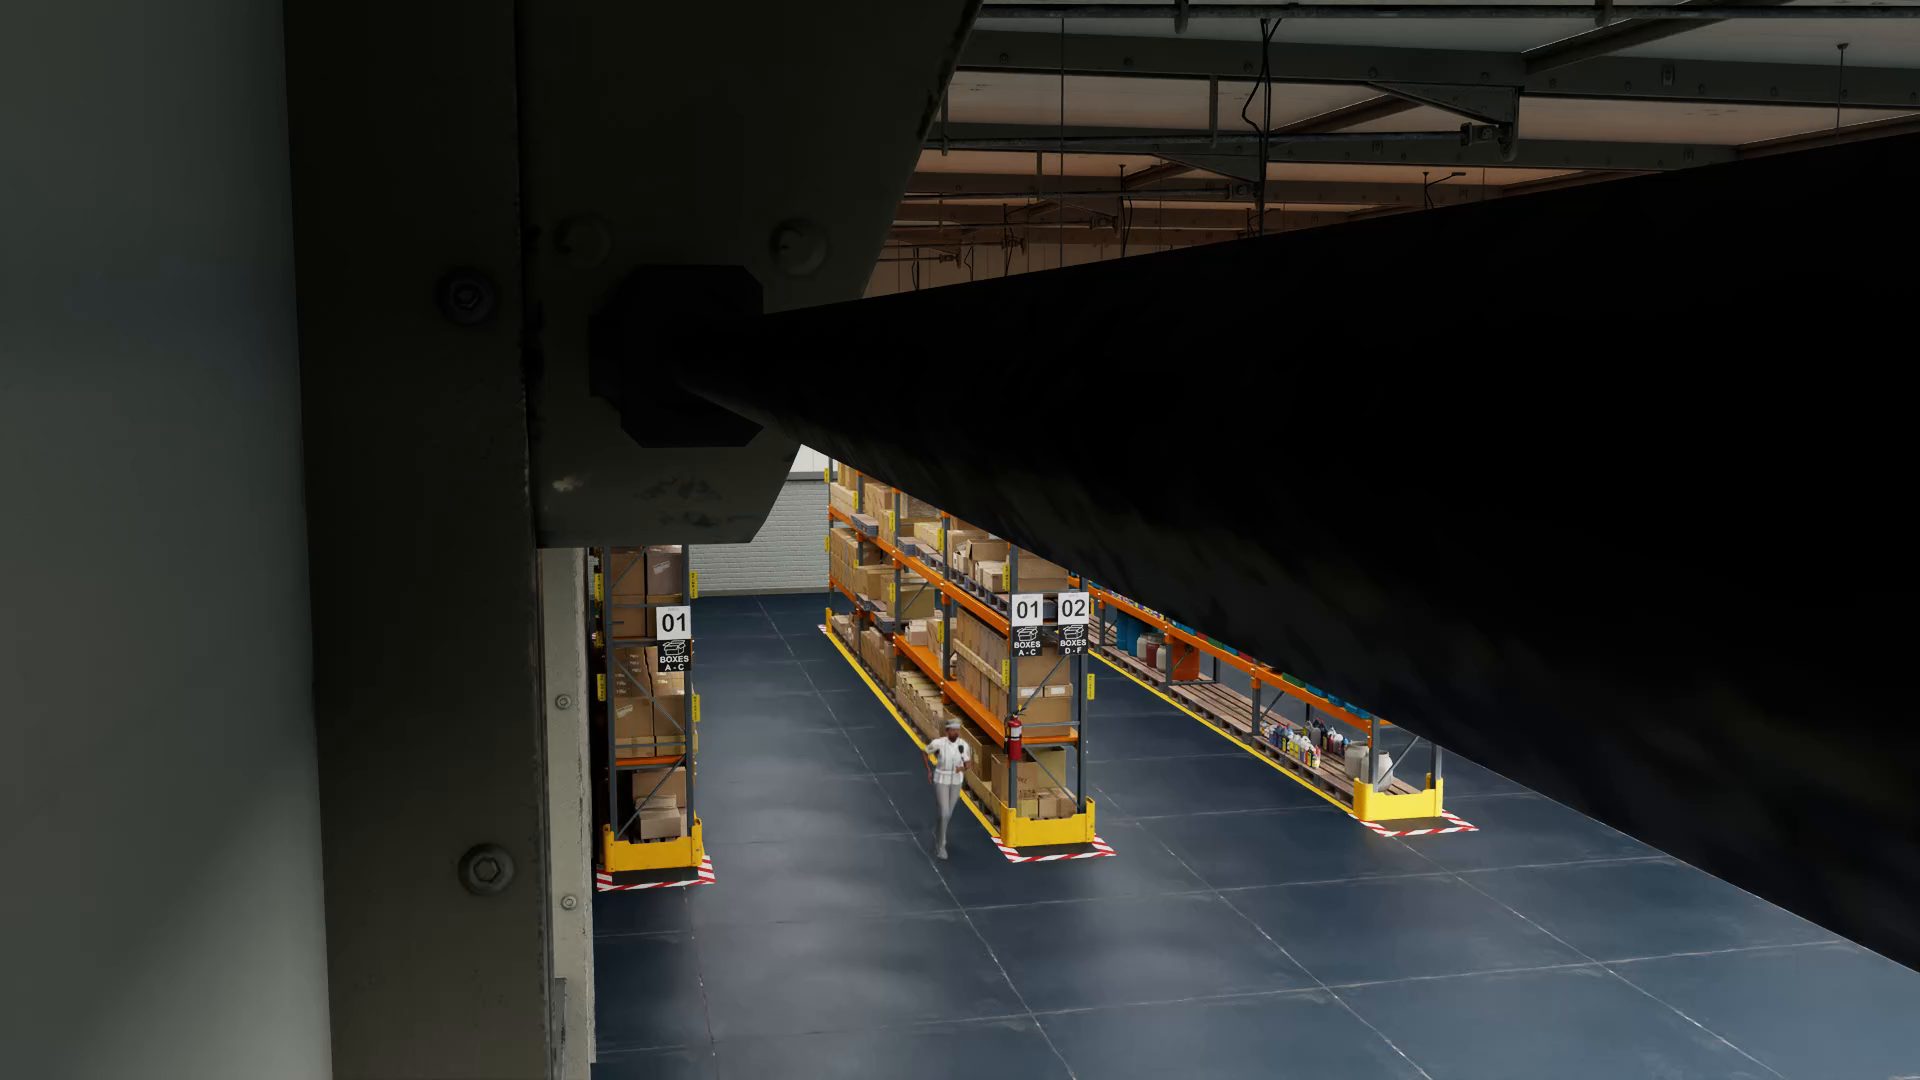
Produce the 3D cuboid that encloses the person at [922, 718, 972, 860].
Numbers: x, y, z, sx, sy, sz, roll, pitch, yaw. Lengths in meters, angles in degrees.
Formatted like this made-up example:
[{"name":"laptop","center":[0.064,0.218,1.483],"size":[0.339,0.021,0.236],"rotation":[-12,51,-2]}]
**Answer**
[{"name":"person","center":[-0.142,3.059,20.751],"size":[0.552,1.737,0.729],"rotation":[-3,7,-20]}]
